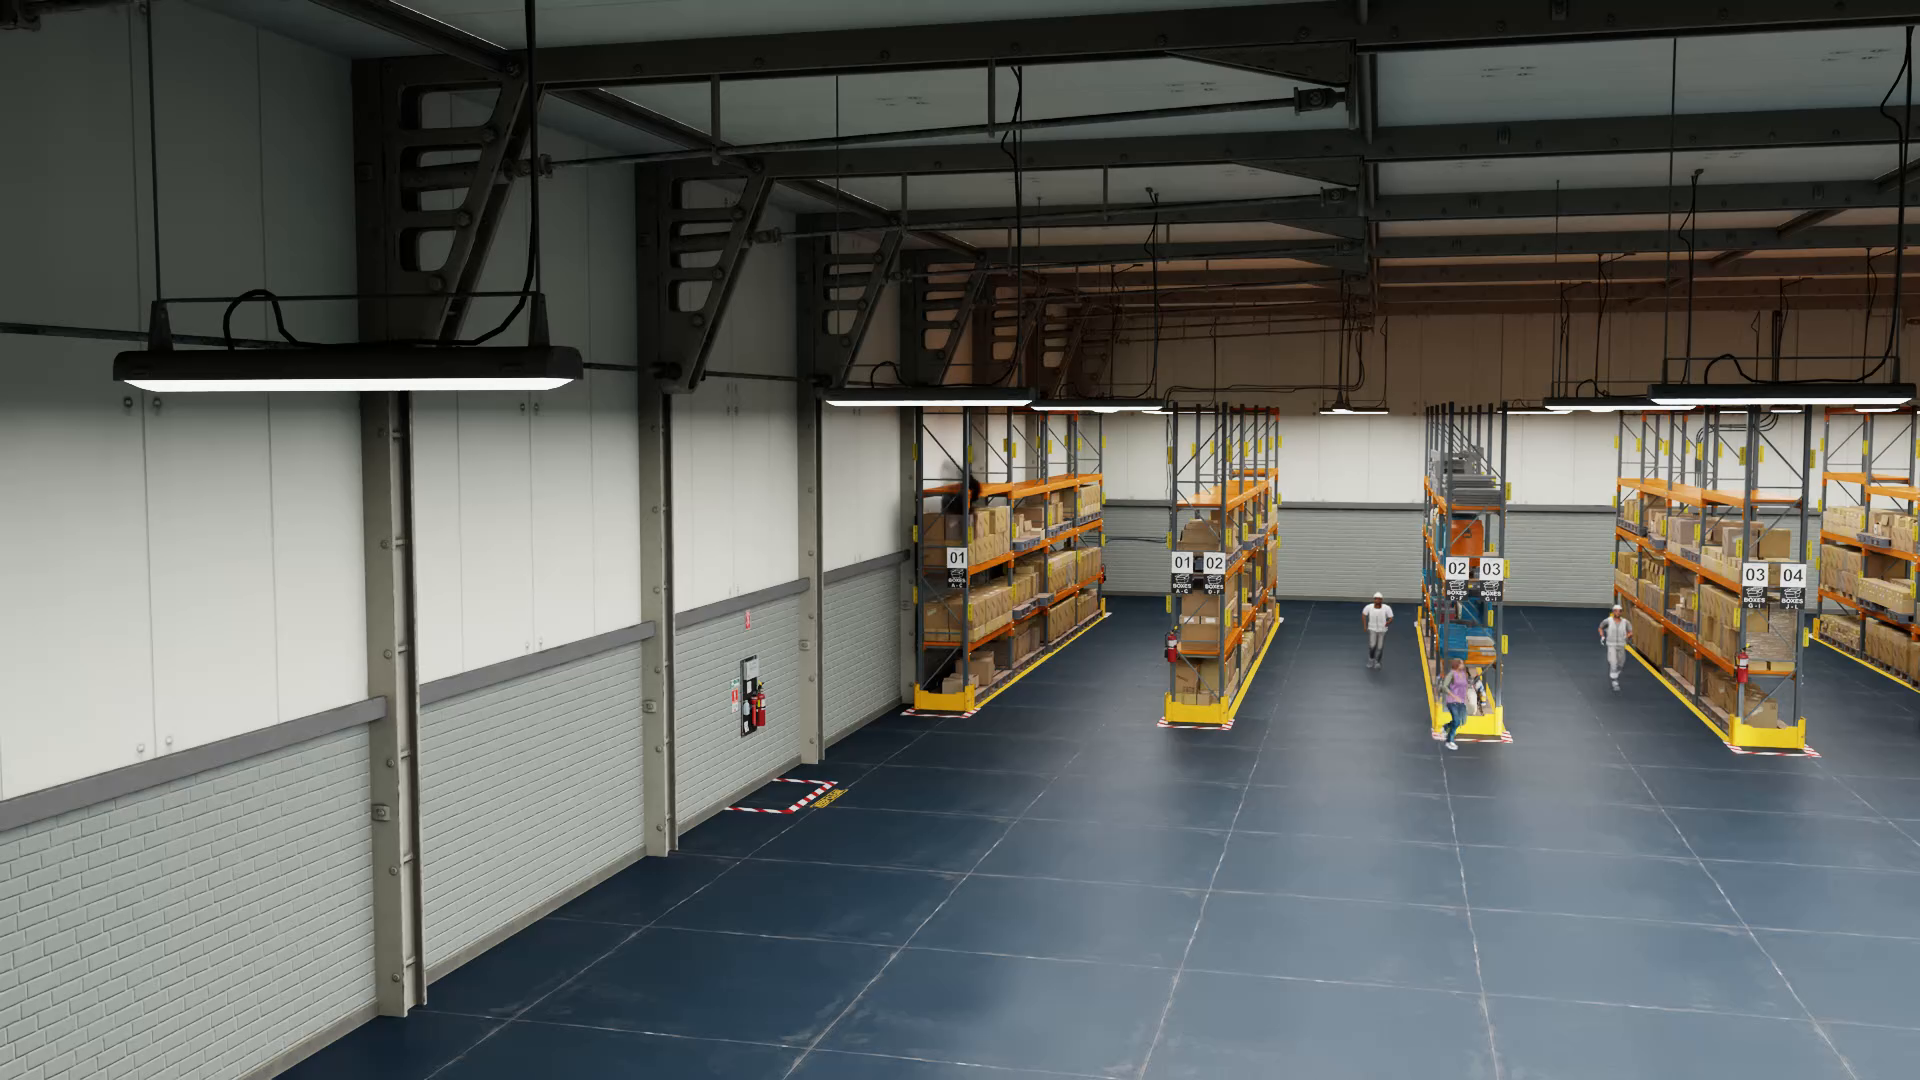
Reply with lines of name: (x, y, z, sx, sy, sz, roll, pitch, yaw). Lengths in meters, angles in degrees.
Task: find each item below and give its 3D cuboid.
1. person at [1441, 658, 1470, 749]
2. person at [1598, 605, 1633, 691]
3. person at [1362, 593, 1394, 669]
person: (8.600, 2.824, 28.864, 0.602, 1.563, 0.503, -3, 5, -33)
person: (13.774, 2.239, 34.896, 0.673, 1.777, 0.872, 1, 4, 8)
person: (9.471, 2.066, 37.684, 0.697, 1.750, 0.672, 1, 4, 12)
